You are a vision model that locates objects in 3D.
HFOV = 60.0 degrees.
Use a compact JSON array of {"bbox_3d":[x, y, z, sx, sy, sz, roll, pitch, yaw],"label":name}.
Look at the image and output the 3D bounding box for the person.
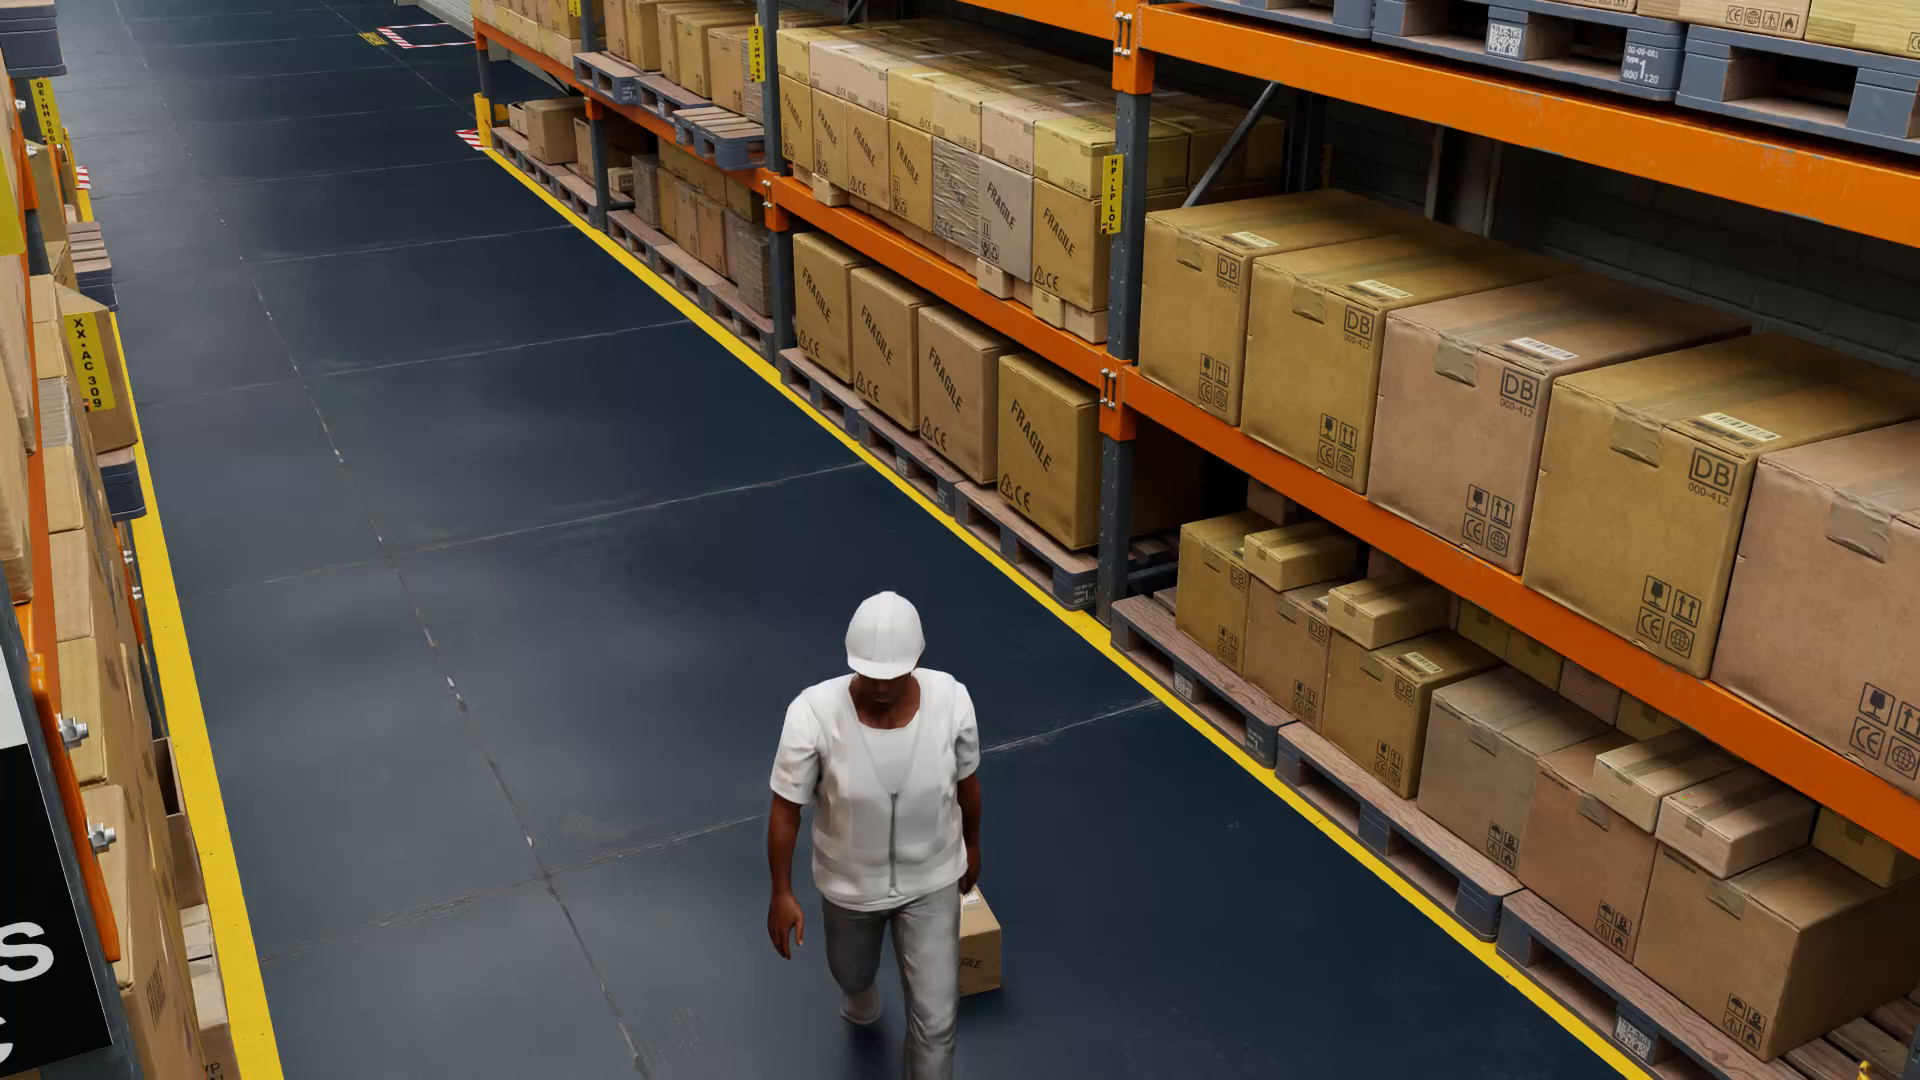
[{"bbox_3d":[-0.232,0.917,4.659,0.627,1.730,1.014,-3,26,-7],"label":"person"}]
